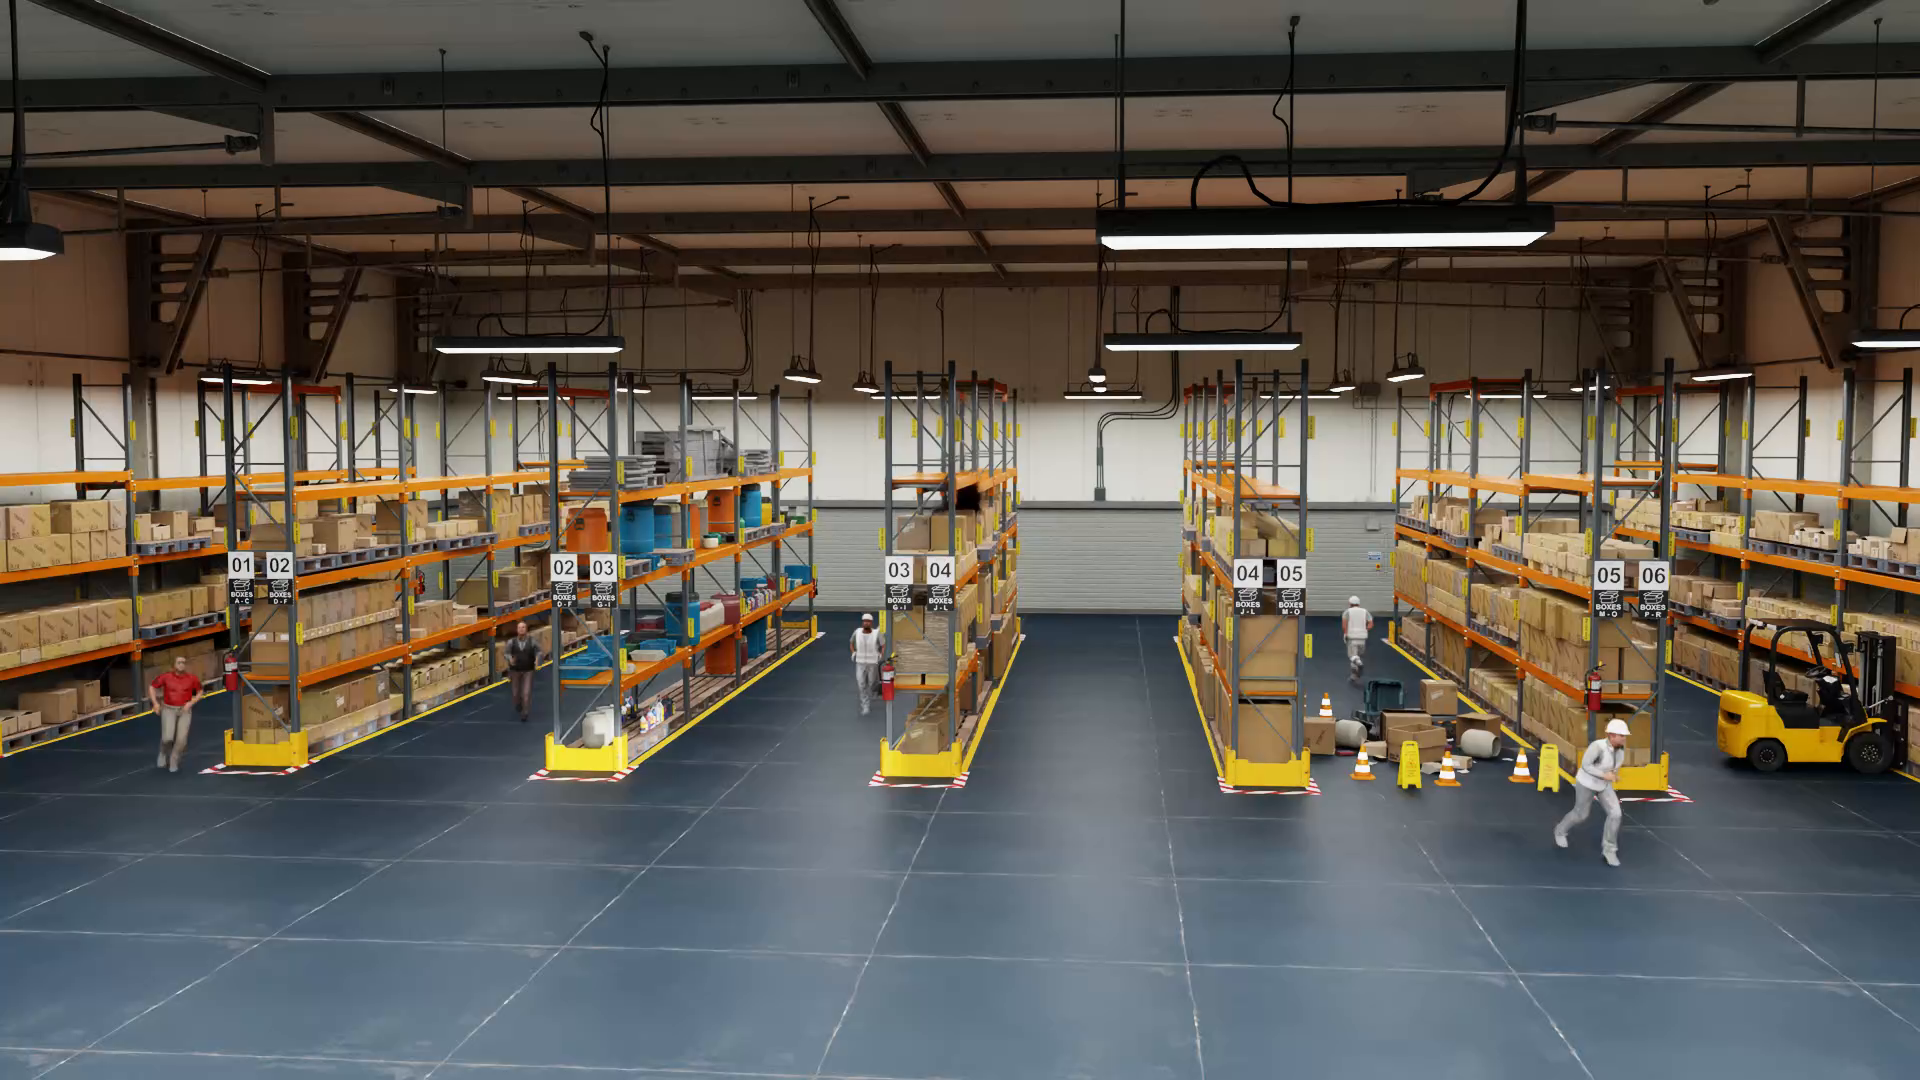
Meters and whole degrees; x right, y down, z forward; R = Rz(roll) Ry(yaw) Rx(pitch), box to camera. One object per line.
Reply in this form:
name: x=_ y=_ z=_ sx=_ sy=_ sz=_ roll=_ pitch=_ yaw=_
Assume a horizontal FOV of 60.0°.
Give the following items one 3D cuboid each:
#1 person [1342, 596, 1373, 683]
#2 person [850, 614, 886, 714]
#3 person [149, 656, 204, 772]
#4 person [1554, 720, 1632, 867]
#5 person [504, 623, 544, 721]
person: x=7.866 y=1.987 z=32.872 sx=0.645 sy=1.732 sz=0.826 roll=0 pitch=4 yaw=0
person: x=-1.653 y=2.187 z=29.665 sx=0.681 sy=1.759 sz=0.778 roll=0 pitch=4 yaw=7
person: x=-11.530 y=2.570 z=24.527 sx=0.713 sy=1.707 sz=0.522 roll=-3 pitch=5 yaw=-36
person: x=7.404 y=2.906 z=19.454 sx=0.702 sy=1.734 sz=1.041 roll=-2 pitch=4 yaw=-28
person: x=-7.558 y=2.269 z=28.794 sx=0.669 sy=1.684 sz=0.760 roll=-1 pitch=4 yaw=-9
